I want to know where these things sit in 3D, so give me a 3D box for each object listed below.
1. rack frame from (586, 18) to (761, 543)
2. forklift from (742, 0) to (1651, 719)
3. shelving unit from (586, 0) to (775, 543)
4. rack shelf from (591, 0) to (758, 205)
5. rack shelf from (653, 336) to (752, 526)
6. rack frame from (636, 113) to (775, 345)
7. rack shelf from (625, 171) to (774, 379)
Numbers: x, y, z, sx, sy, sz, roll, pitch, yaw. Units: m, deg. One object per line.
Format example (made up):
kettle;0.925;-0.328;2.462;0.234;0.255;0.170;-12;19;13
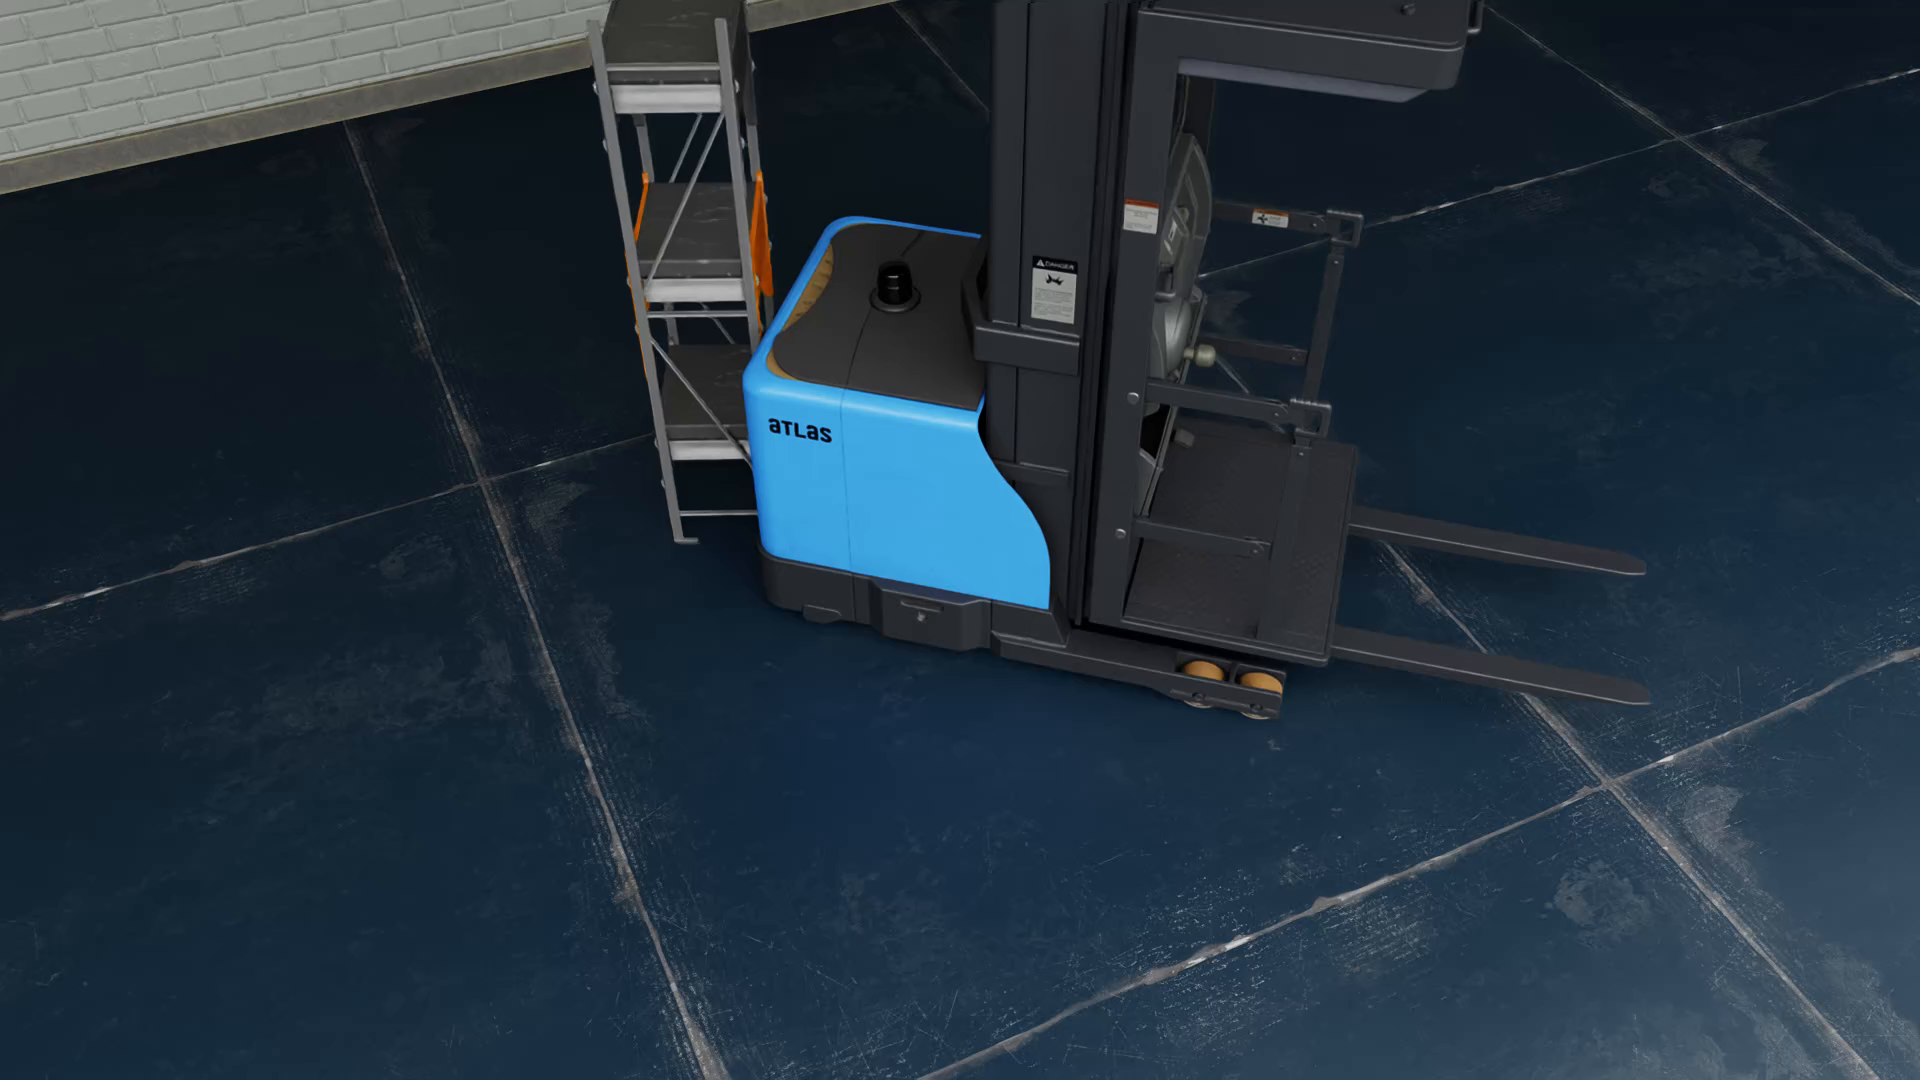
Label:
rack frame;-0.871;-0.745;5.510;0.400;2.100;0.015;-1;45;-1
forklift;0.864;-0.852;5.027;3.031;2.935;1.130;11;46;11
shelving unit;-0.876;-0.916;5.683;0.431;2.100;0.503;-1;45;-1
rack shelf;-0.876;-1.405;5.201;0.431;0.518;0.480;-1;45;-1
rack shelf;-0.876;-0.408;6.185;0.431;0.518;0.480;-1;45;-1
rack frame;-0.881;-1.087;5.857;0.400;2.100;0.015;-1;45;-1
rack shelf;-0.876;-0.906;5.693;0.431;0.518;0.480;-1;45;-1
